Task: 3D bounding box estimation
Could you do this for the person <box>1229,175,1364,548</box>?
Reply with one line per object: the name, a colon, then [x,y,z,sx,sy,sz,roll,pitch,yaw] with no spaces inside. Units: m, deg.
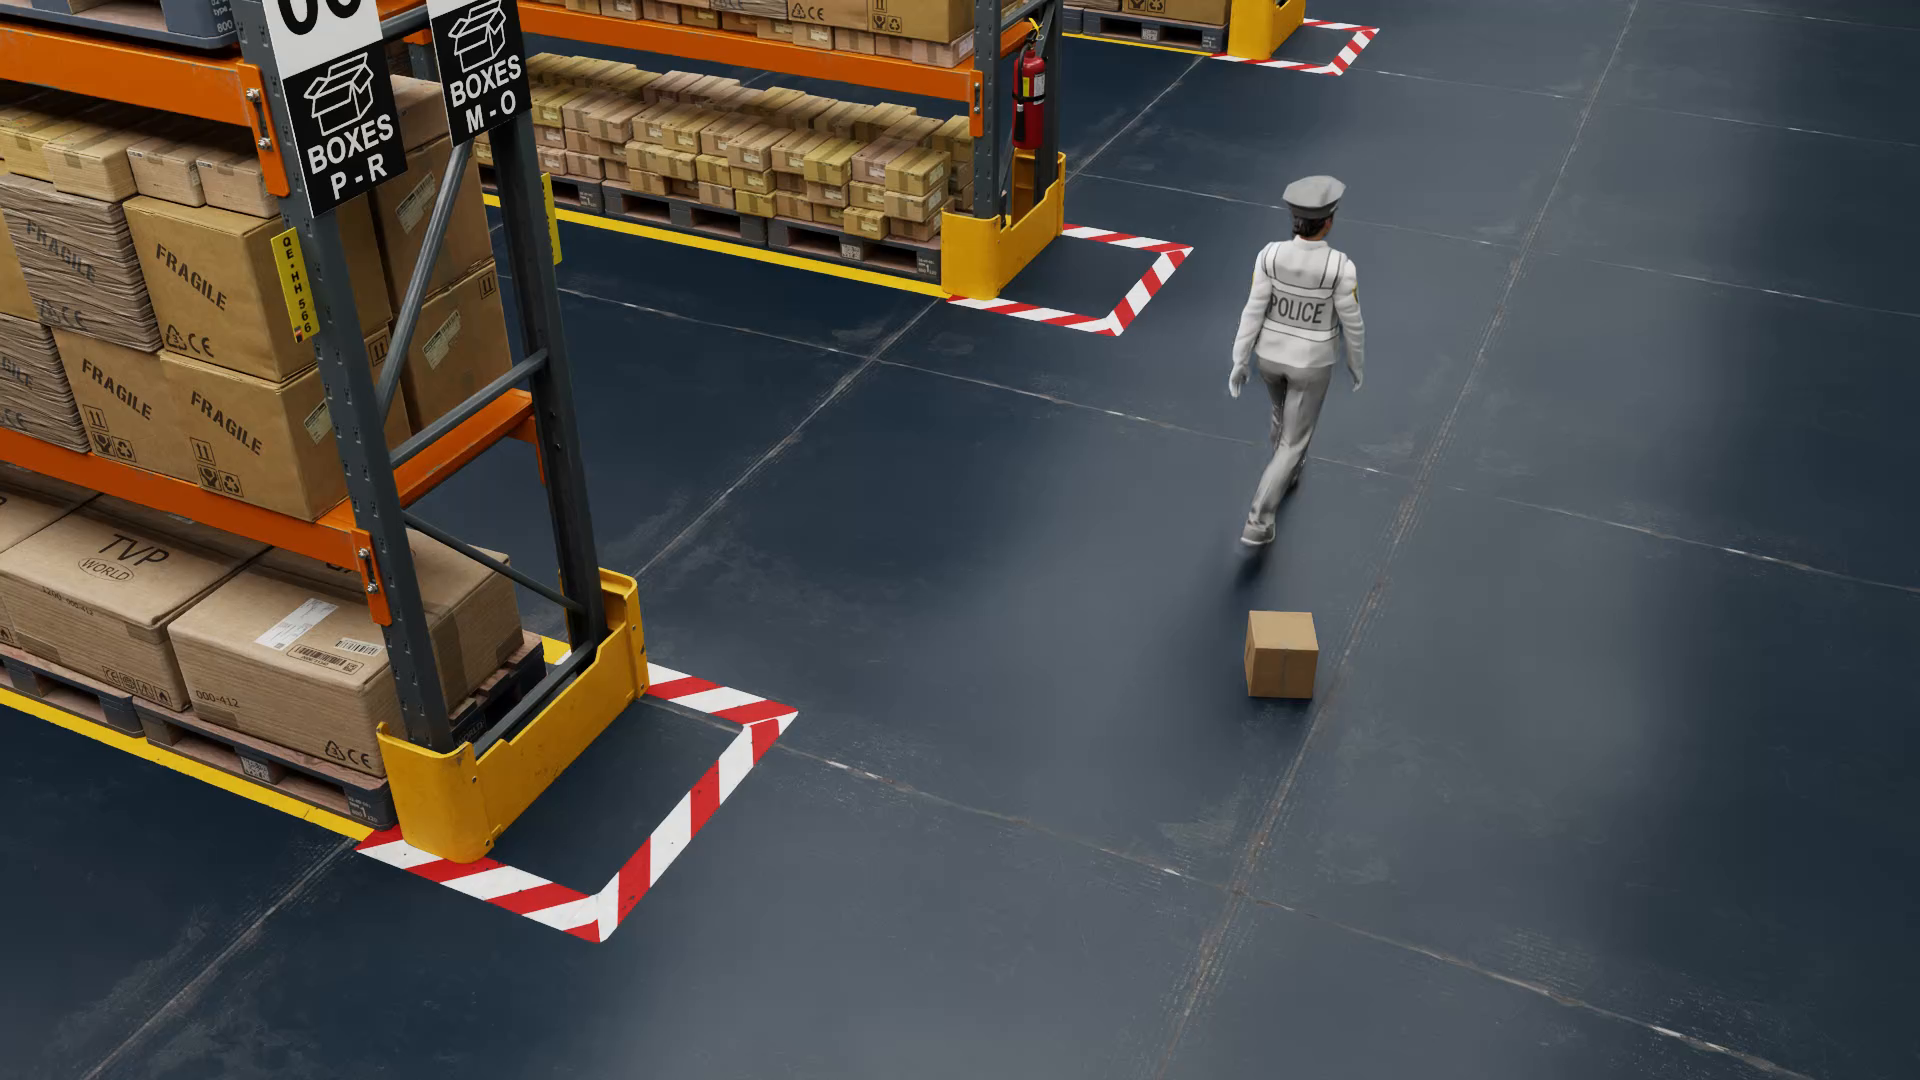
person: [1.490,-0.794,7.322,0.526,1.617,1.016,19,38,26]
